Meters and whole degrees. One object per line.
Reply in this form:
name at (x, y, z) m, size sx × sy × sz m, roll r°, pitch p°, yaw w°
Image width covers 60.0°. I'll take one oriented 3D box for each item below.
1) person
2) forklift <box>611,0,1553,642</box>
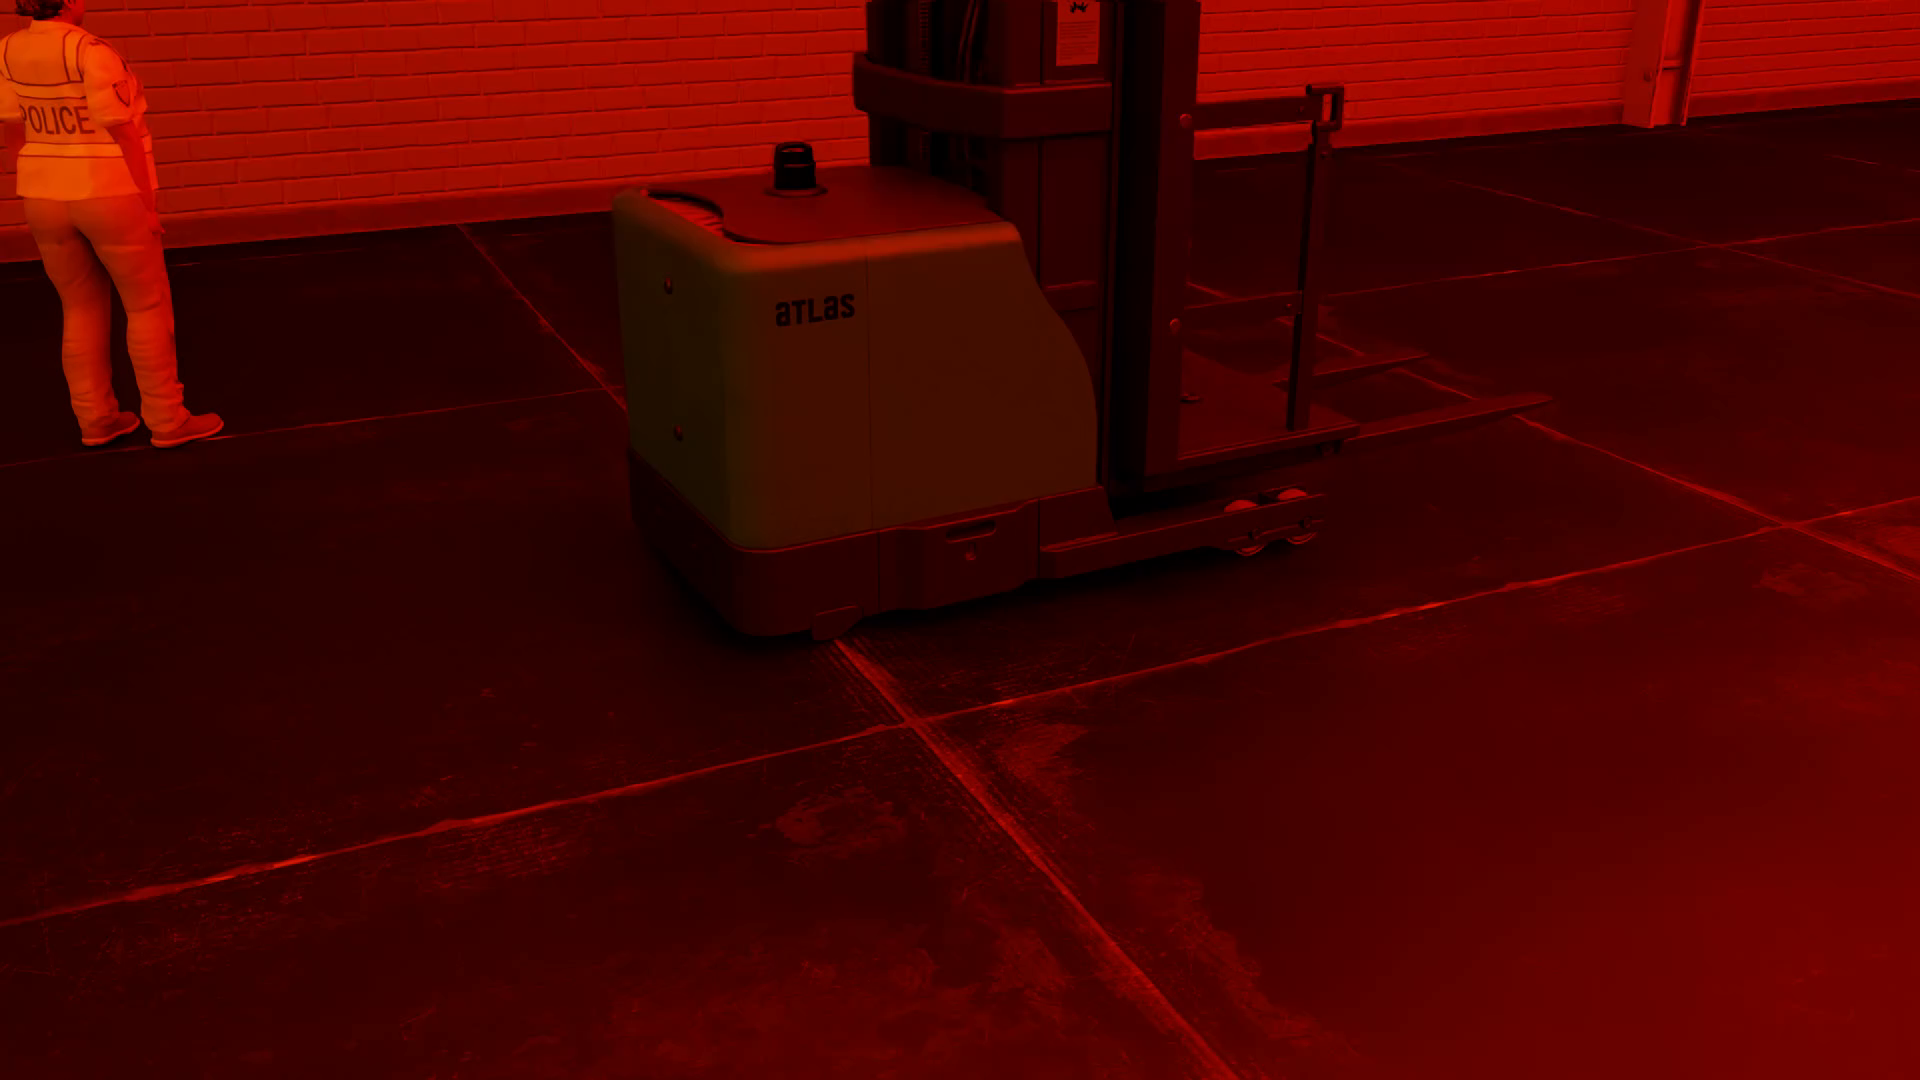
person at (-2.942, -1.137, 5.680) m, size 0.481 × 1.669 × 0.381 m, roll 3°, pitch 23°, yaw 8°
forklift at (0.540, -1.472, 4.829) m, size 3.031 × 2.935 × 1.130 m, roll -12°, pitch 25°, yaw -26°
